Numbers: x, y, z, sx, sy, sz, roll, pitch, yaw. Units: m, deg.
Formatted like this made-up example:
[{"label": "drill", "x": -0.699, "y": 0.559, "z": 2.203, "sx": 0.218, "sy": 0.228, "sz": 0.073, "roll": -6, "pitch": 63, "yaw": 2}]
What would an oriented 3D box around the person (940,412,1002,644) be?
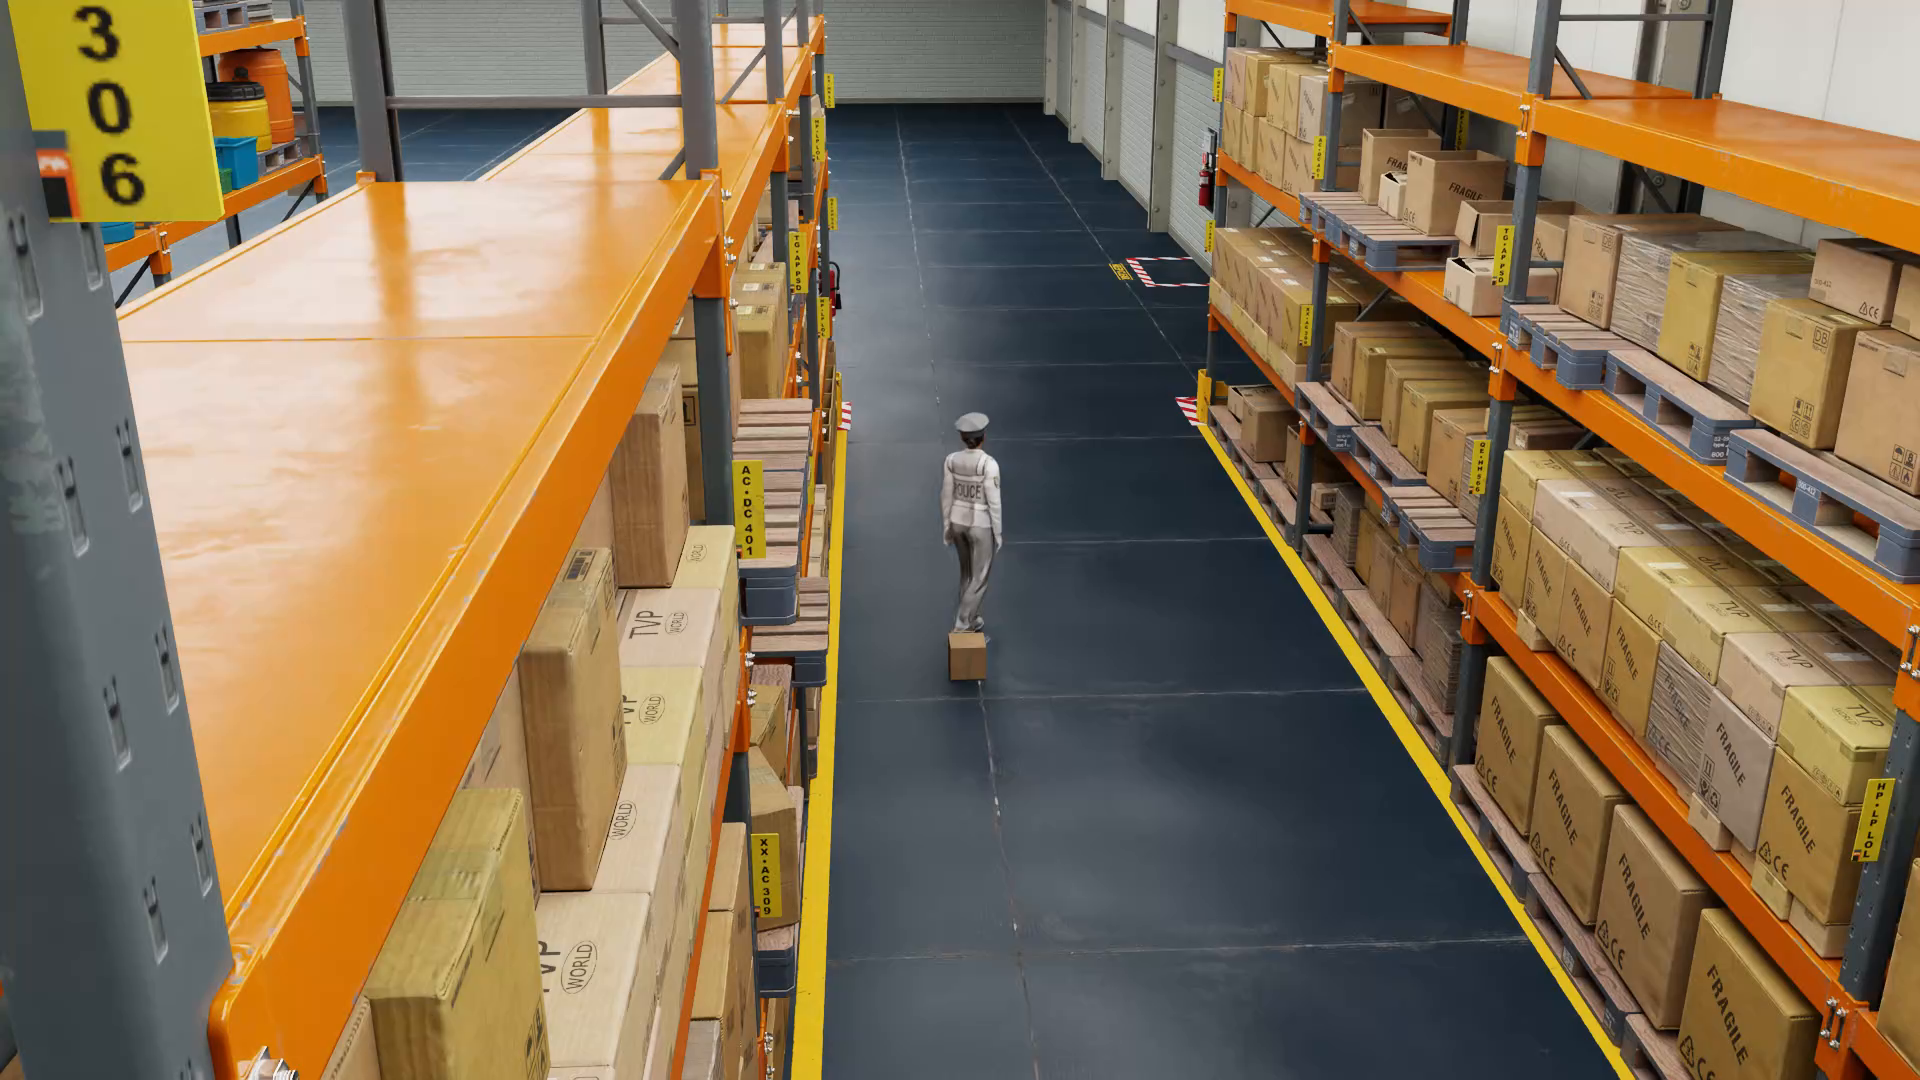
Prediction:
[{"label": "person", "x": 0.053, "y": -0.061, "z": 12.047, "sx": 0.524, "sy": 1.664, "sz": 0.542, "roll": 15, "pitch": 25, "yaw": 34}]
